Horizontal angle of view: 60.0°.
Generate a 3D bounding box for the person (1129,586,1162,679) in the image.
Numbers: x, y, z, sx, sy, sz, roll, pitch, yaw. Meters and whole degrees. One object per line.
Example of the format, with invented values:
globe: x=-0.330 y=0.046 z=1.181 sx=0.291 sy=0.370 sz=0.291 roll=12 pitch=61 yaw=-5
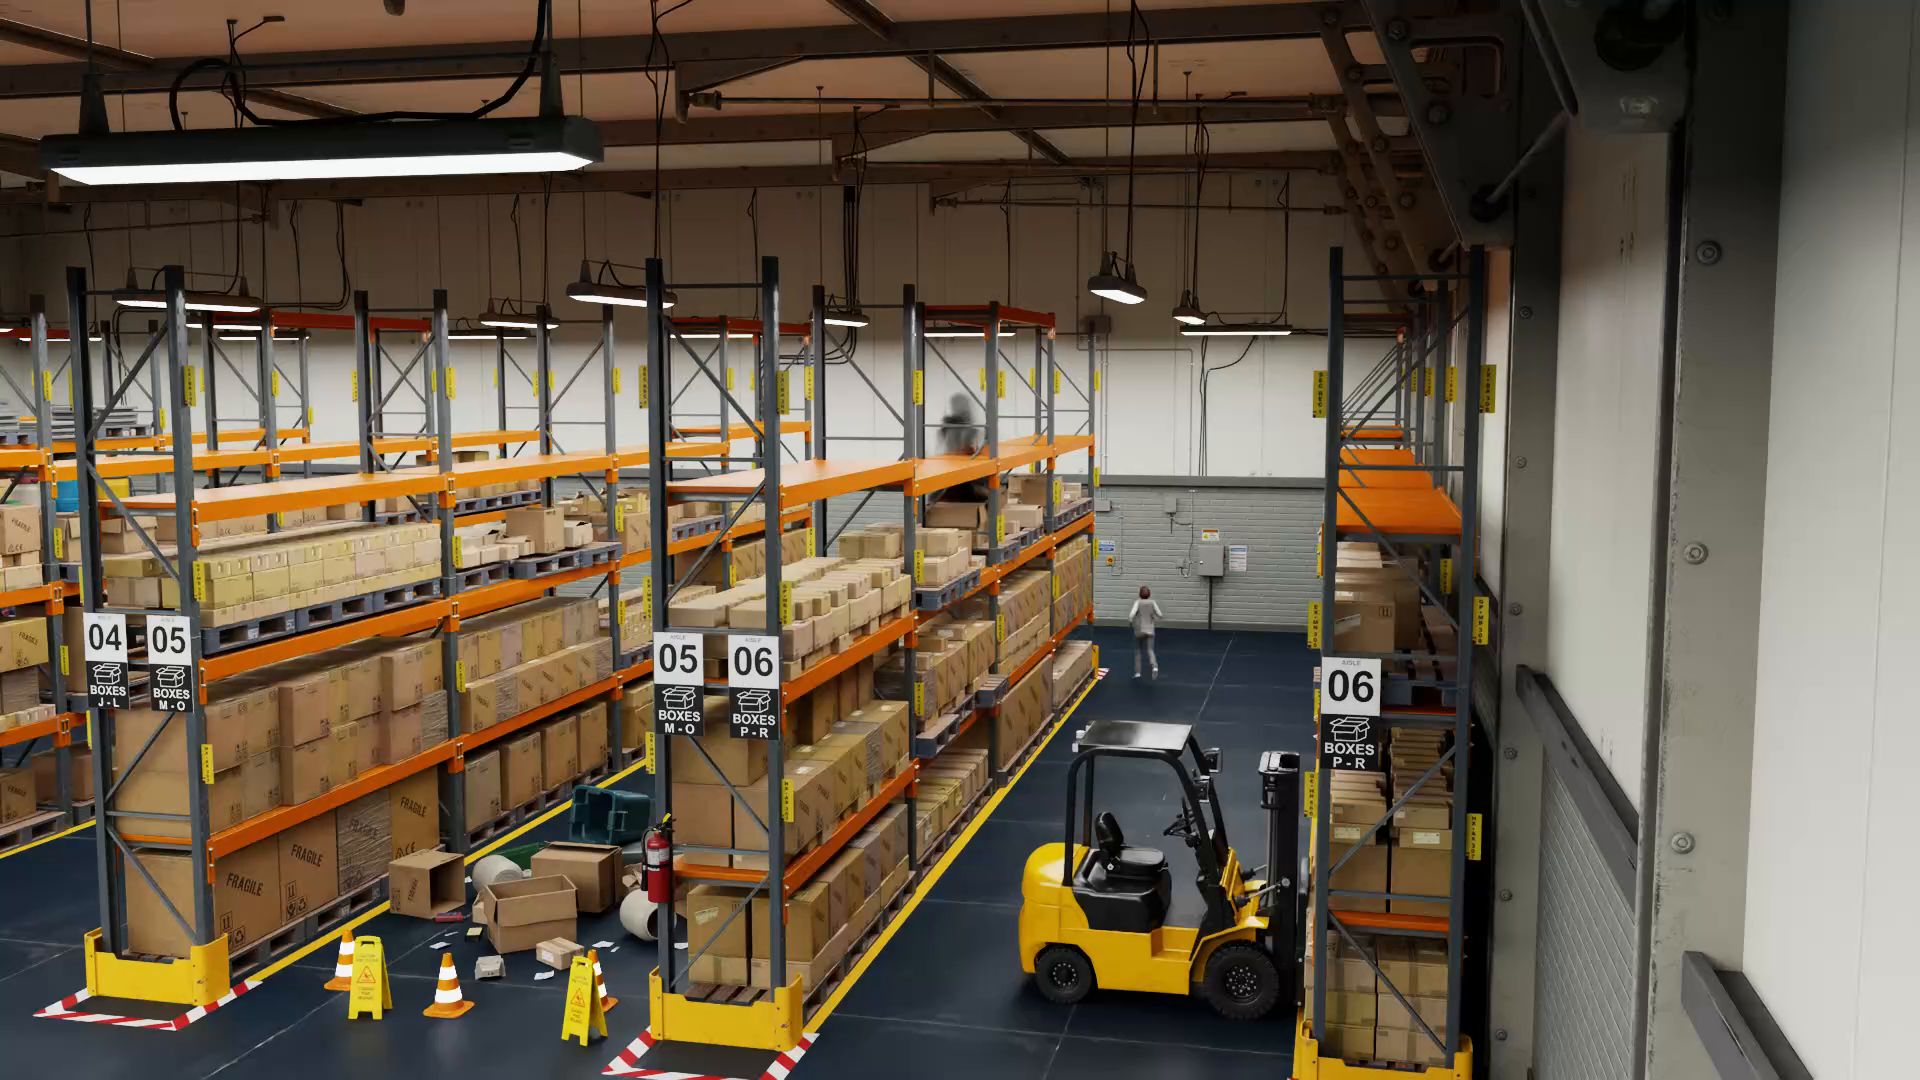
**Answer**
person: x=3.077 y=1.570 z=27.724 sx=0.587 sy=1.599 sz=0.843 roll=-1 pitch=6 yaw=-7
